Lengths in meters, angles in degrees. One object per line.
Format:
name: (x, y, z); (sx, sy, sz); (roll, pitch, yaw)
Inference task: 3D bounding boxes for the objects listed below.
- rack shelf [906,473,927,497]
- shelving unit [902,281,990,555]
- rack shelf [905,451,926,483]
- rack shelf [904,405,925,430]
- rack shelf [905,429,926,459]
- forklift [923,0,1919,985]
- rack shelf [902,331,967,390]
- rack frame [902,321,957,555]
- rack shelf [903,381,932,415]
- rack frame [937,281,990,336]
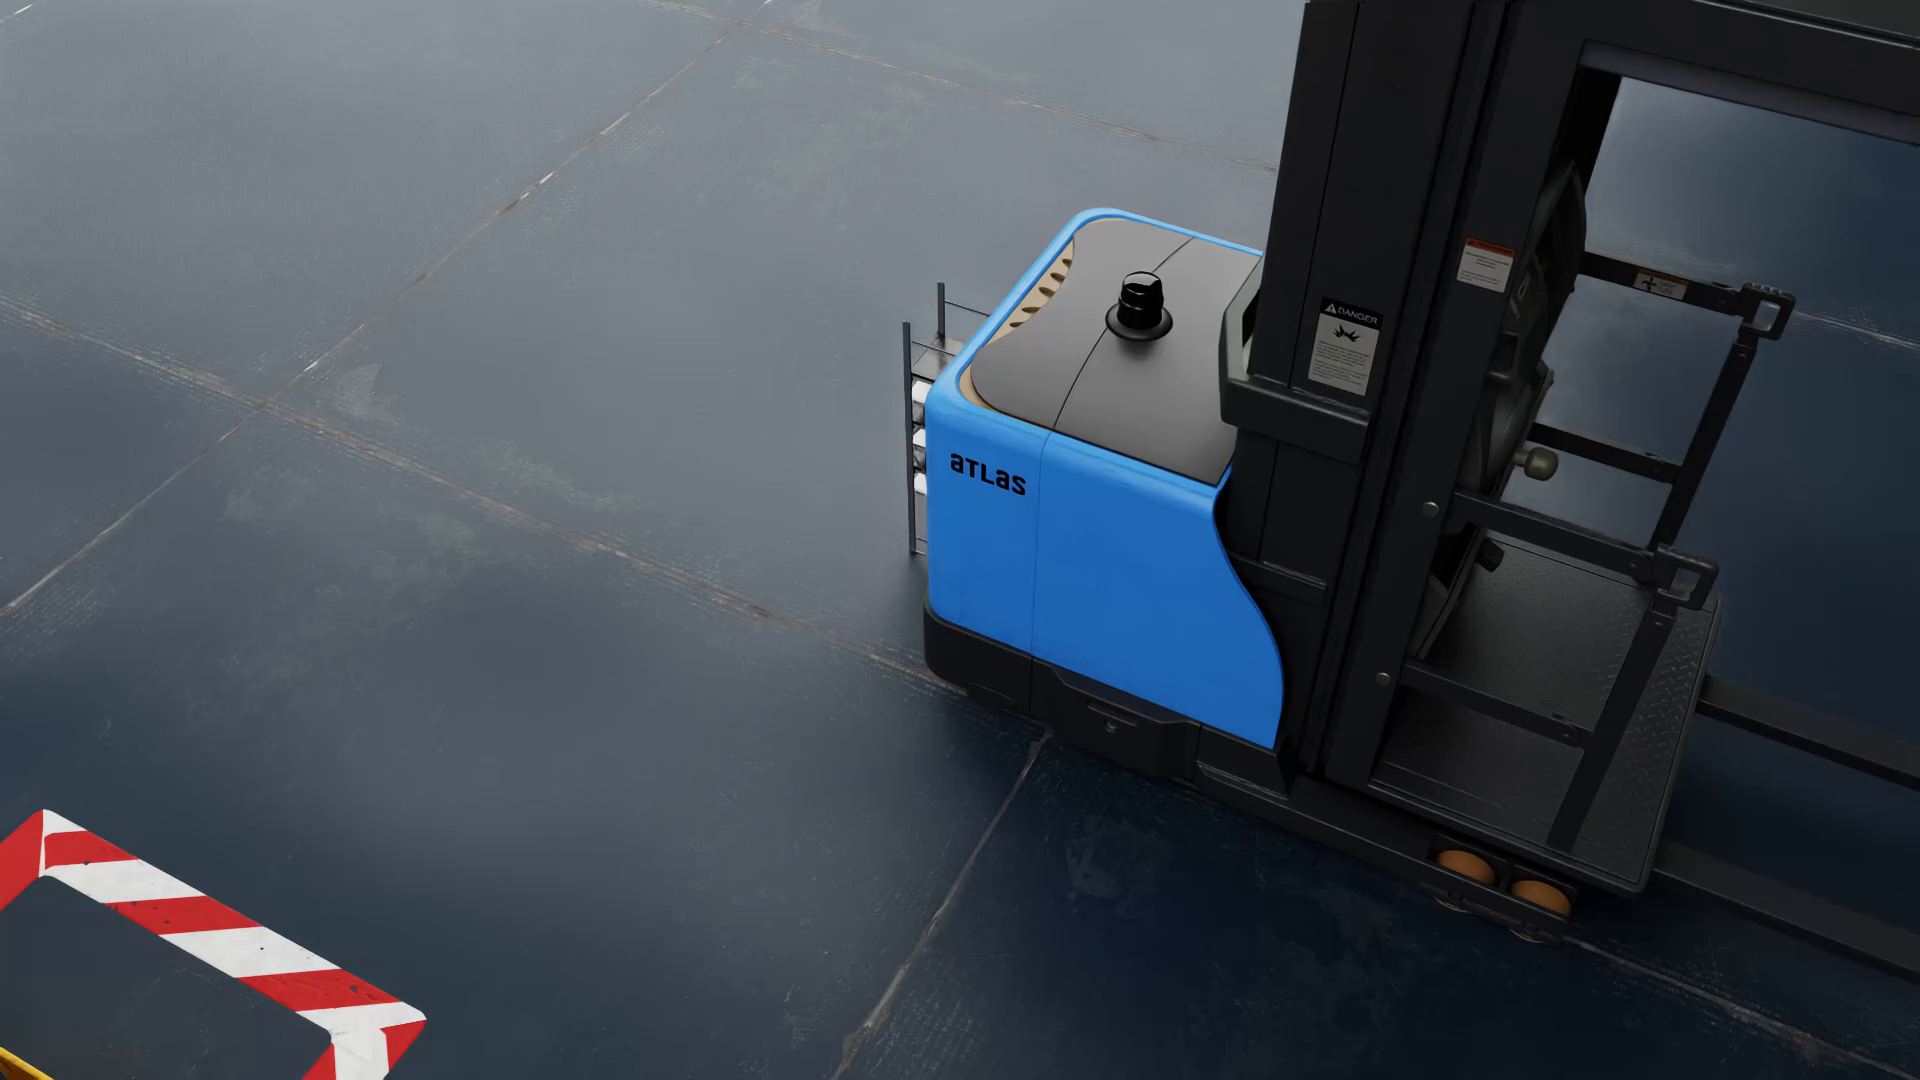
rack shelf: (-0.004, -0.161, 5.077); (0.258, 0.077, 0.200); (20, 49, 19)
shelving unit: (-0.004, -0.311, 4.925); (0.258, 0.900, 0.210); (20, 49, 19)
rack shelf: (-0.004, -0.225, 5.013); (0.258, 0.077, 0.200); (20, 49, 19)
rack shelf: (-0.004, -0.351, 4.885); (0.258, 0.077, 0.200); (20, 49, 19)
rack shelf: (-0.004, -0.288, 4.949); (0.258, 0.077, 0.200); (20, 49, 19)
forklift: (1.444, -0.442, 3.626); (3.031, 2.935, 1.130); (21, 49, 19)
rack shelf: (-0.004, -0.478, 4.757); (0.258, 0.077, 0.200); (20, 49, 19)
rack frame: (-0.051, -0.247, 4.862); (0.240, 0.900, 0.006); (20, 49, 19)
rack shelf: (-0.004, -0.414, 4.821); (0.258, 0.077, 0.200); (20, 49, 19)
rack frame: (0.043, -0.375, 4.988); (0.240, 0.900, 0.006); (20, 49, 19)
